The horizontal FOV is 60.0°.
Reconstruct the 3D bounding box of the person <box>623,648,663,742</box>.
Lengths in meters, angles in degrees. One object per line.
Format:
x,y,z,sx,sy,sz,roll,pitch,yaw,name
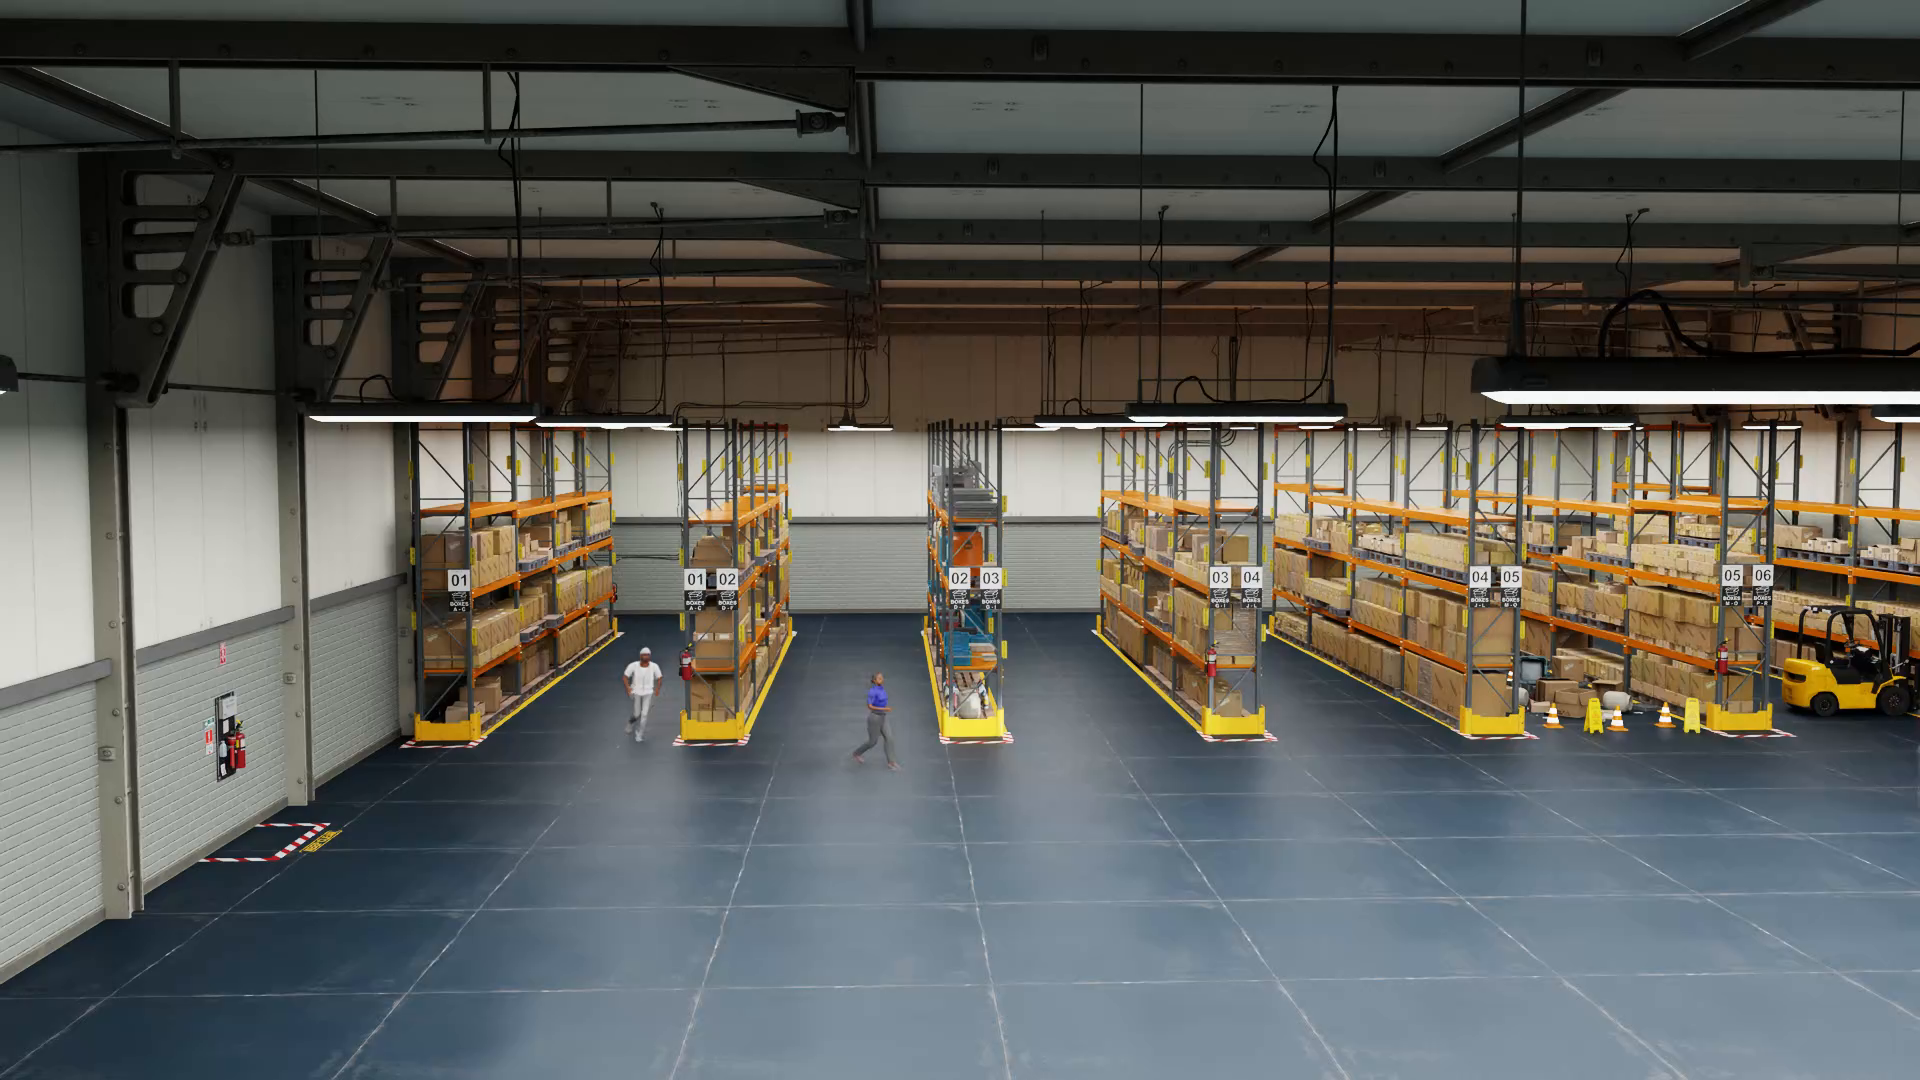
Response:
-5.937,2.878,31.174,0.734,1.742,0.620,-1,4,-21,person

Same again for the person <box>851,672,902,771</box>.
-1.425,3.082,28.318,0.923,1.676,0.563,2,4,25,person
